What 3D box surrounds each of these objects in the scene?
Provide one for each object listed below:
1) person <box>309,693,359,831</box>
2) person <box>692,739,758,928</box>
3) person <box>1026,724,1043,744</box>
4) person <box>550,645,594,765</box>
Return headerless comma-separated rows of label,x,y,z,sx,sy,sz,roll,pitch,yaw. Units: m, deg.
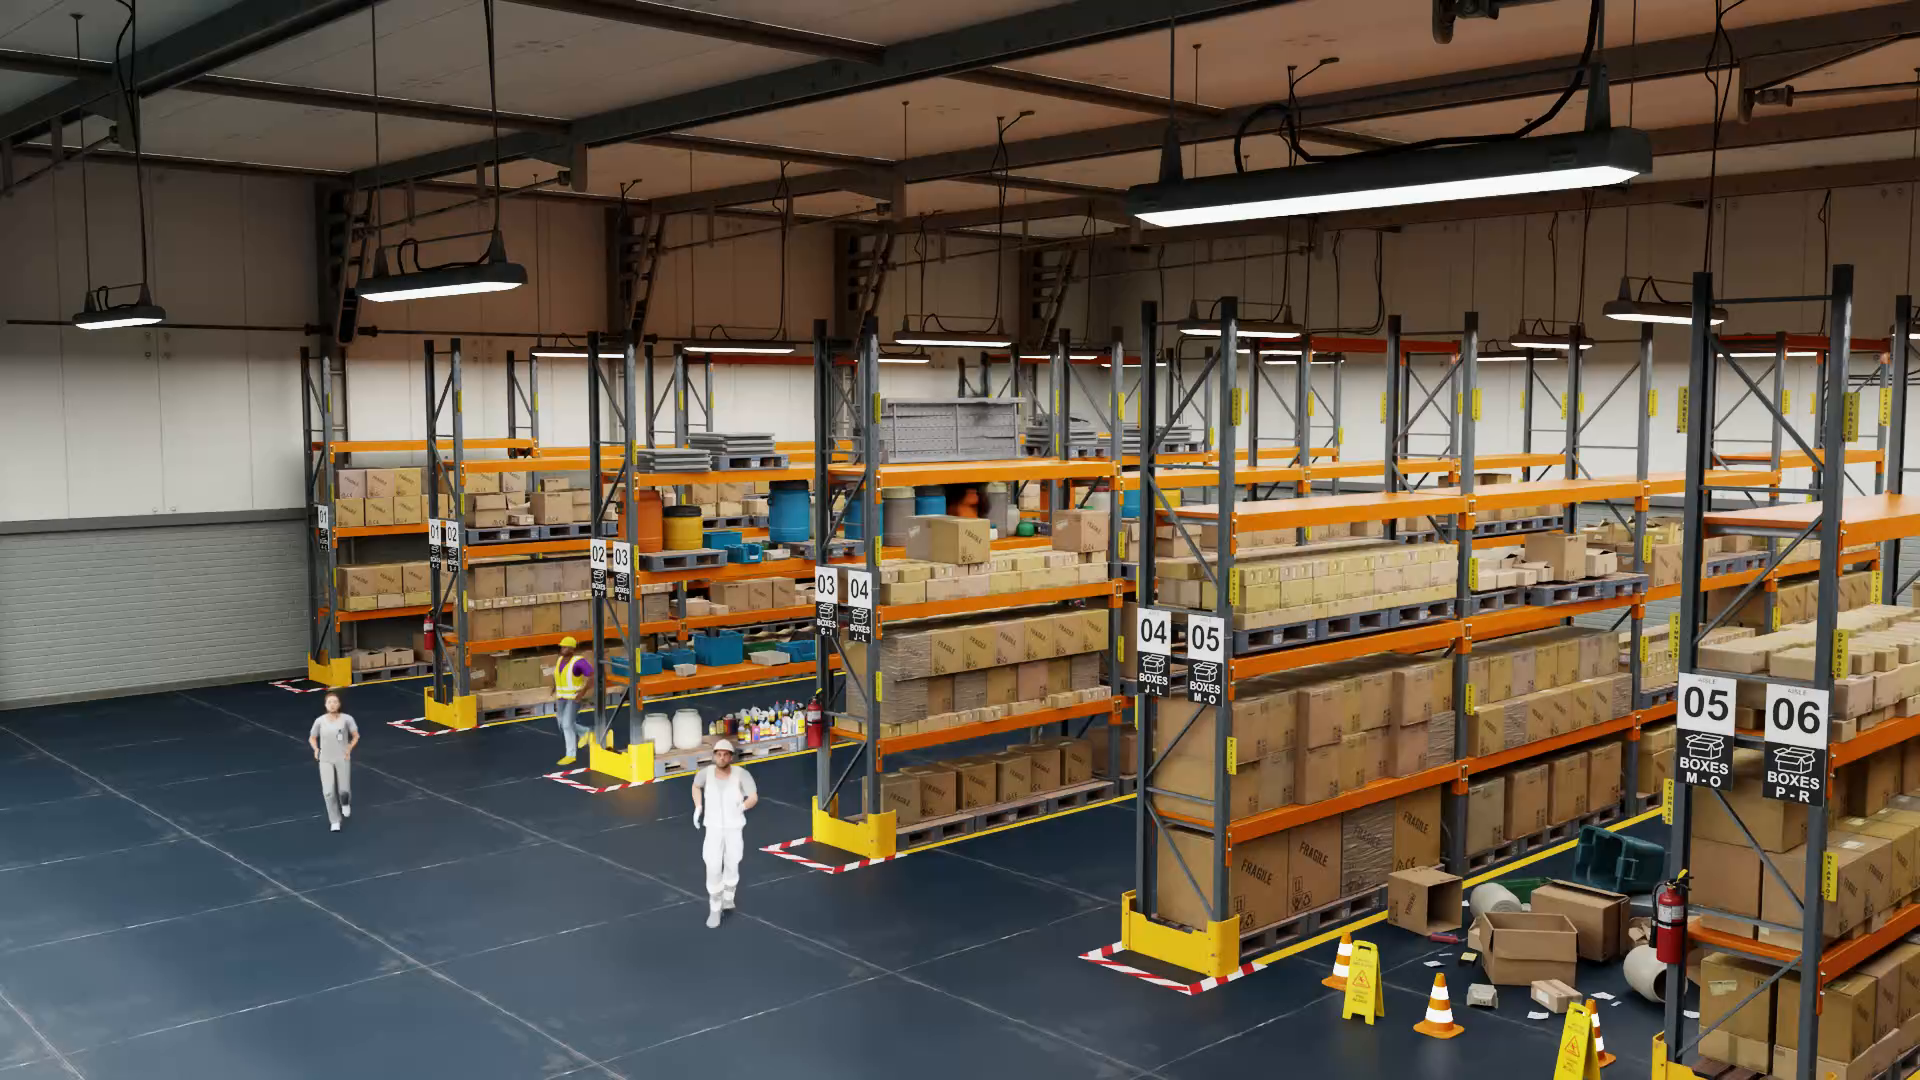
person,-7.443,2.614,19.783,0.562,1.618,0.594,-1,5,-15
person,-2.307,2.852,16.340,0.641,1.838,0.659,-1,5,-8
person,1.074,2.295,23.857,0.549,1.547,0.514,3,6,31
person,-5.471,2.259,23.512,0.751,1.733,0.785,3,6,34
